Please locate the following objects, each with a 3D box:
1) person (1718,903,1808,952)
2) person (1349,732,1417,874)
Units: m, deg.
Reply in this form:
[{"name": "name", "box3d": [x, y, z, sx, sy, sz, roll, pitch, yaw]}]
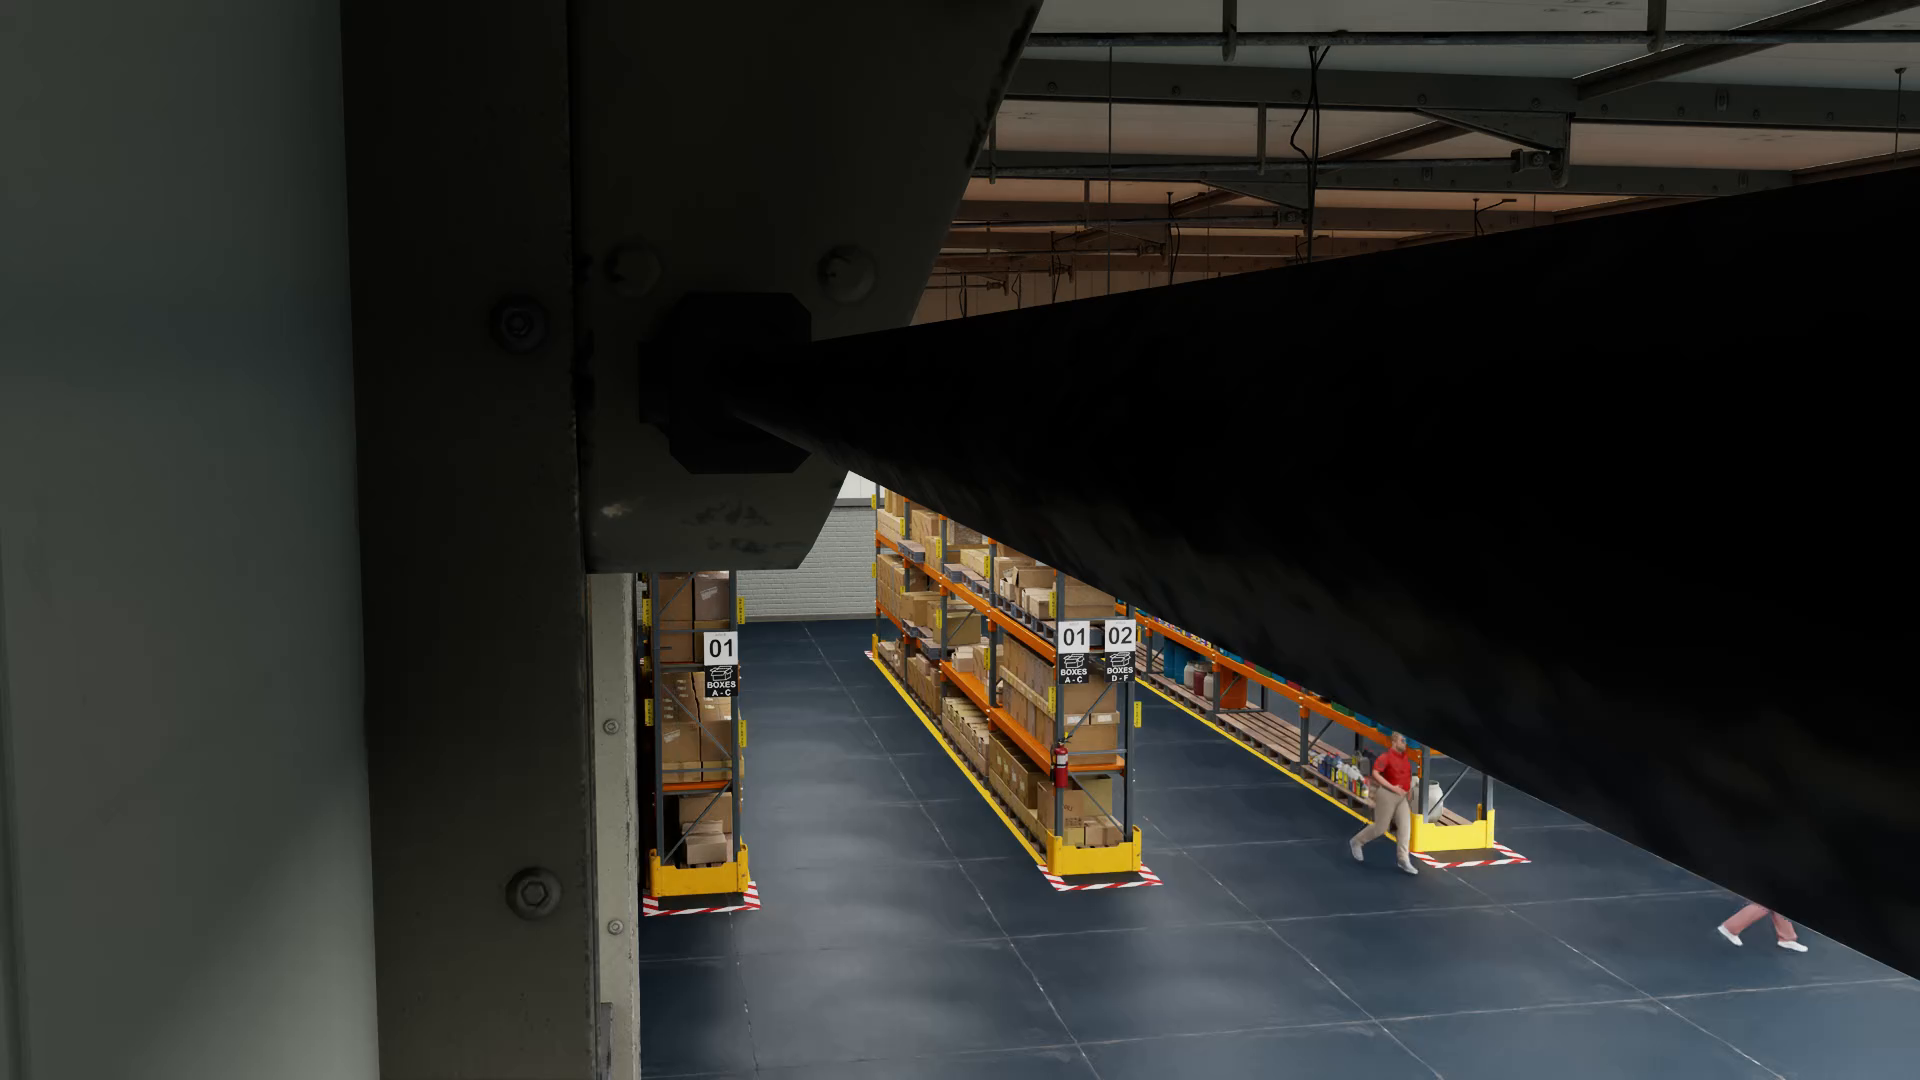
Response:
[{"name": "person", "box3d": [8.719, 3.631, 17.984, 0.951, 1.673, 0.574, 1, 6, 9]}, {"name": "person", "box3d": [5.543, 3.304, 21.204, 0.733, 1.700, 0.974, -4, 7, -36]}]
